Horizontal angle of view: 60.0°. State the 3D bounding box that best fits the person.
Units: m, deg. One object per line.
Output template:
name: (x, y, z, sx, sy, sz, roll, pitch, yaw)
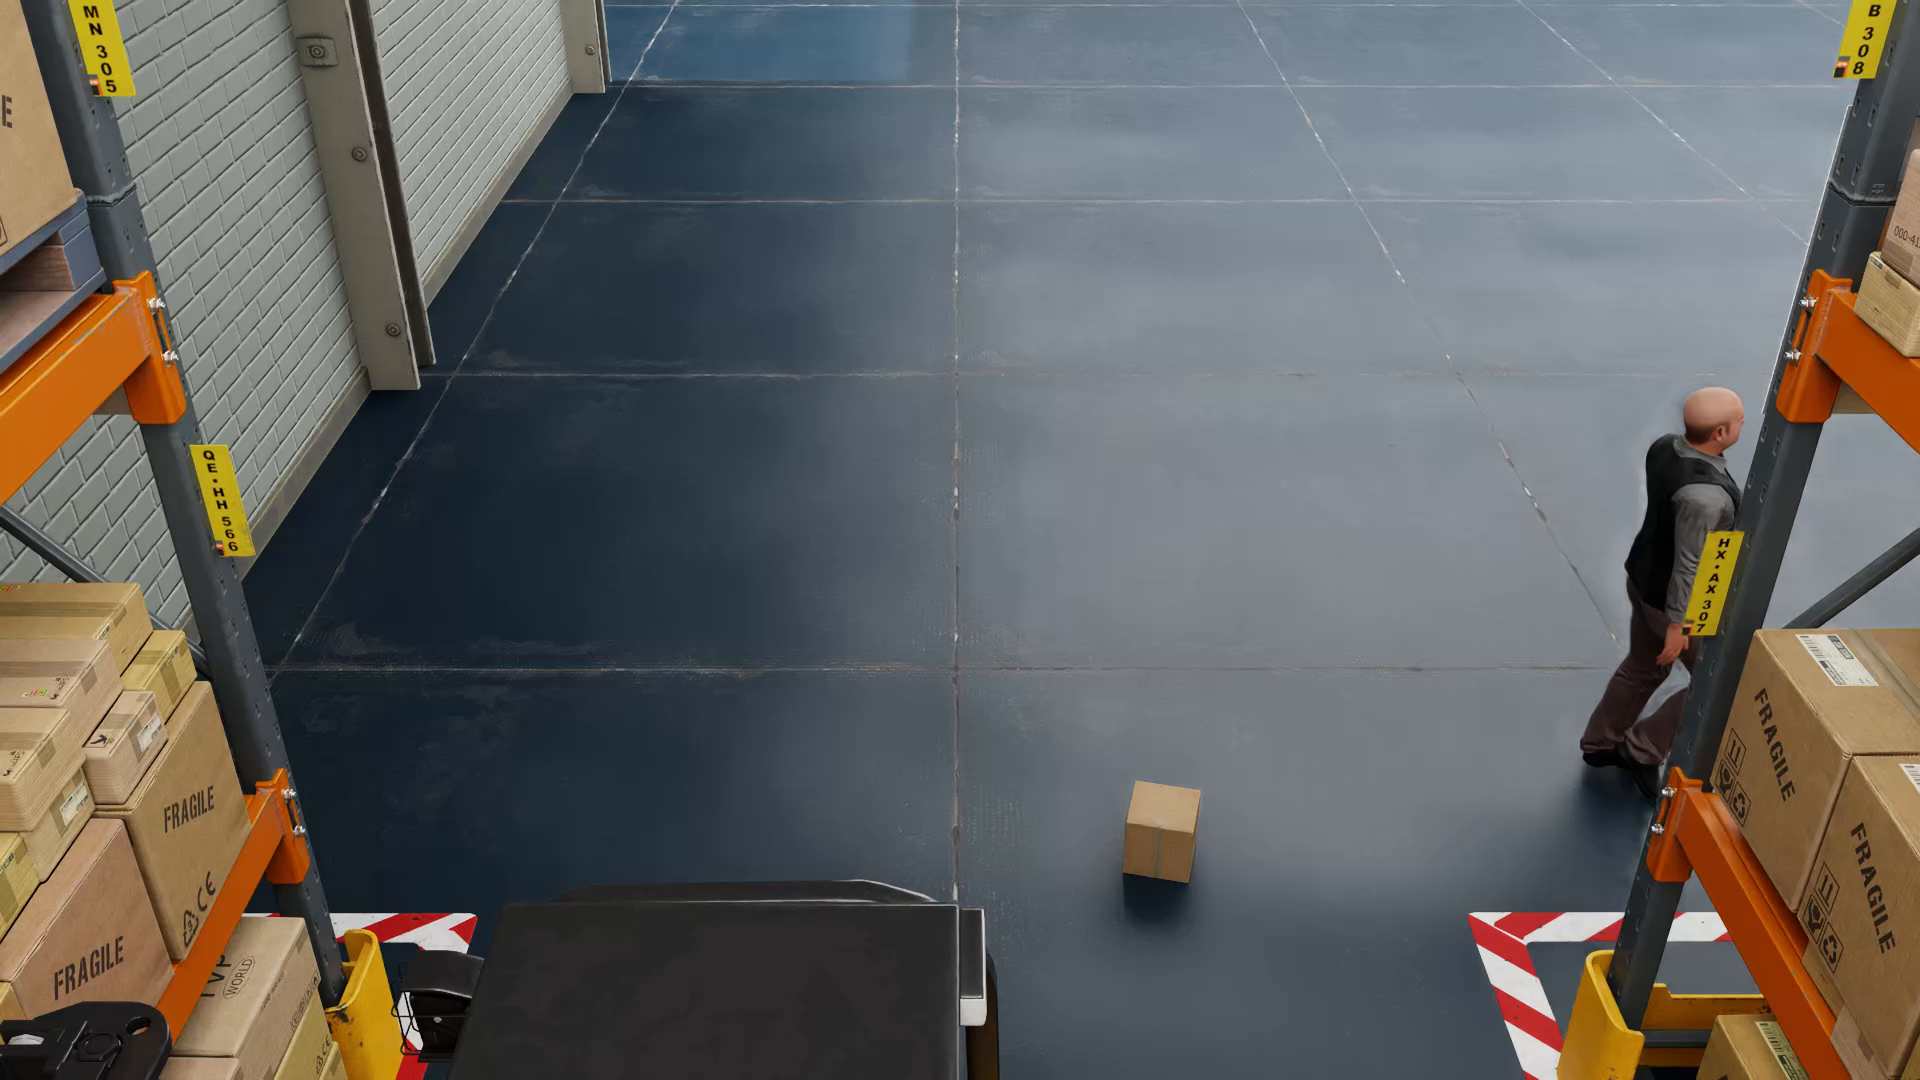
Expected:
person: (2.747, 0.219, 6.285, 0.480, 1.754, 0.564, 2, 31, 3)
